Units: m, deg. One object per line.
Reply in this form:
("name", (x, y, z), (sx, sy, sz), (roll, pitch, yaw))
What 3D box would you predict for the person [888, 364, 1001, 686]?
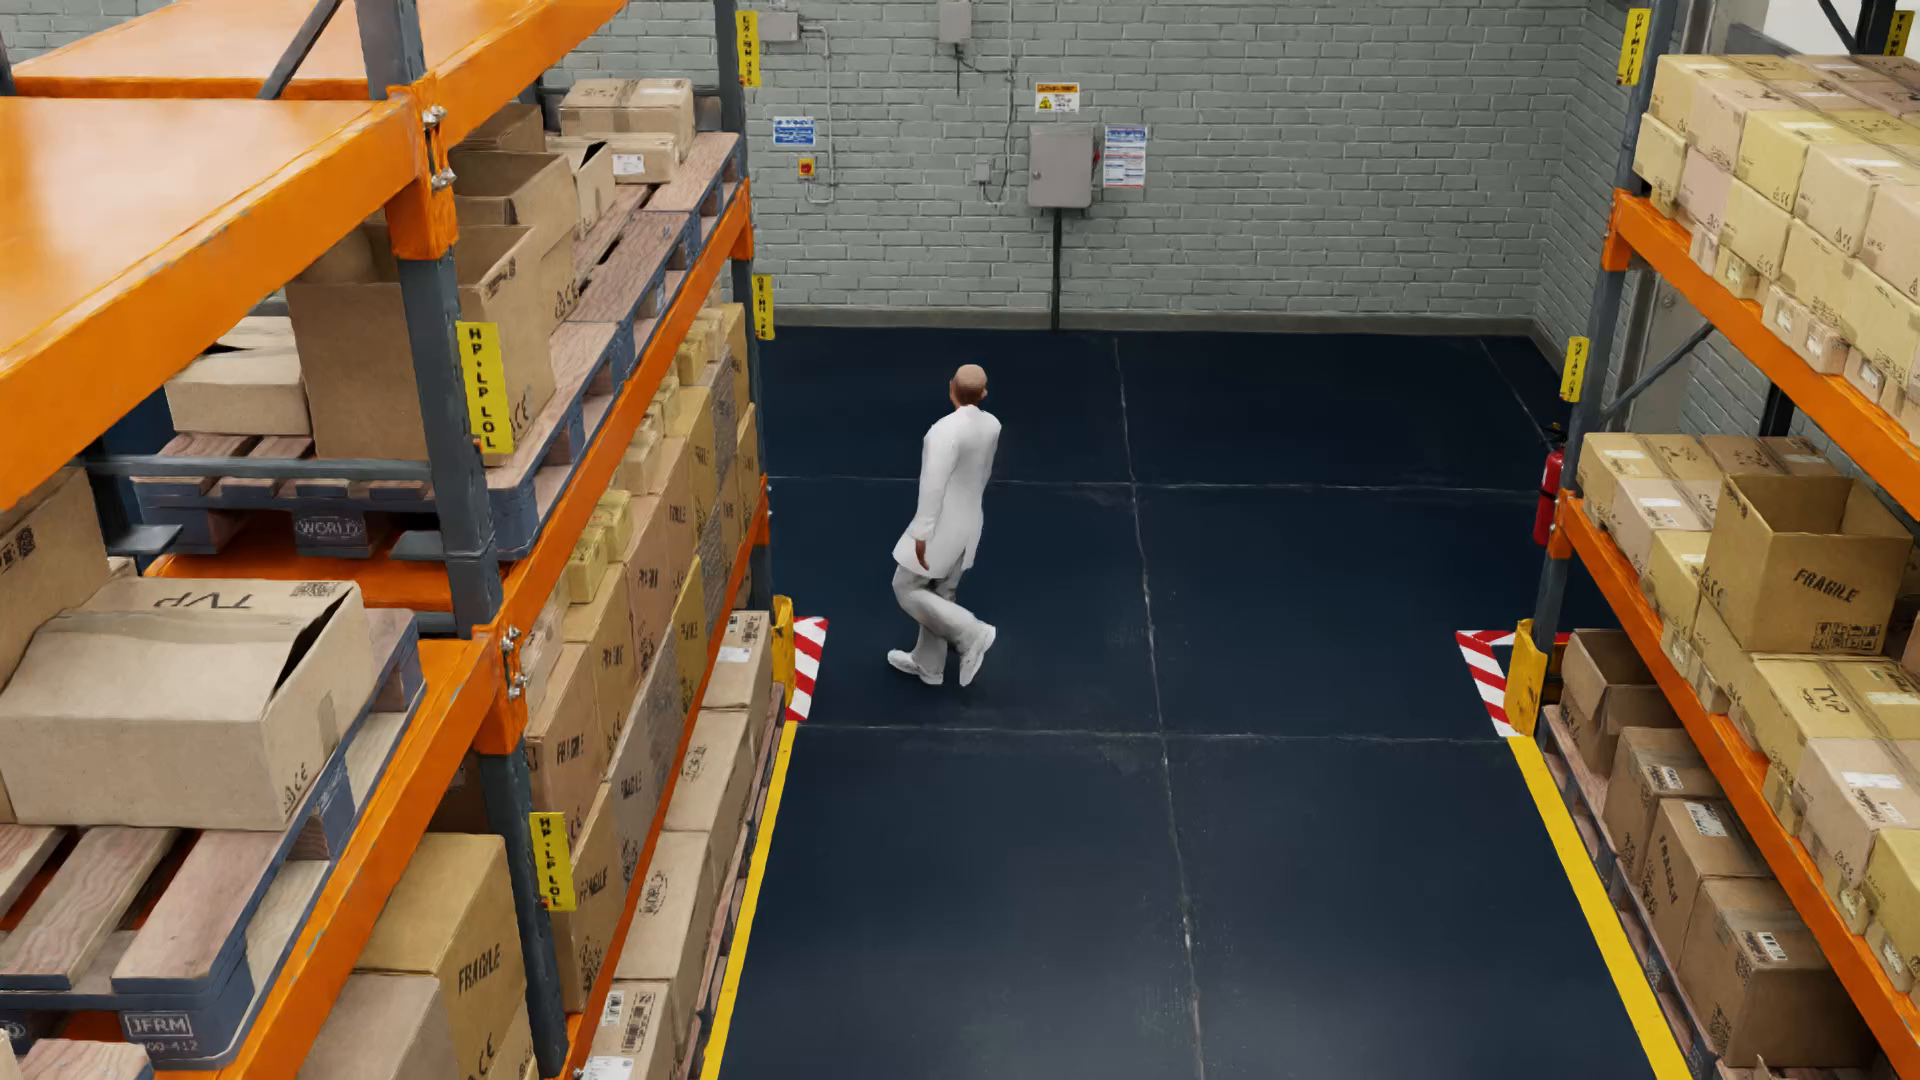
("person", (-0.041, -0.061, 8.772), (0.678, 1.738, 0.690), (14, 31, 26))
